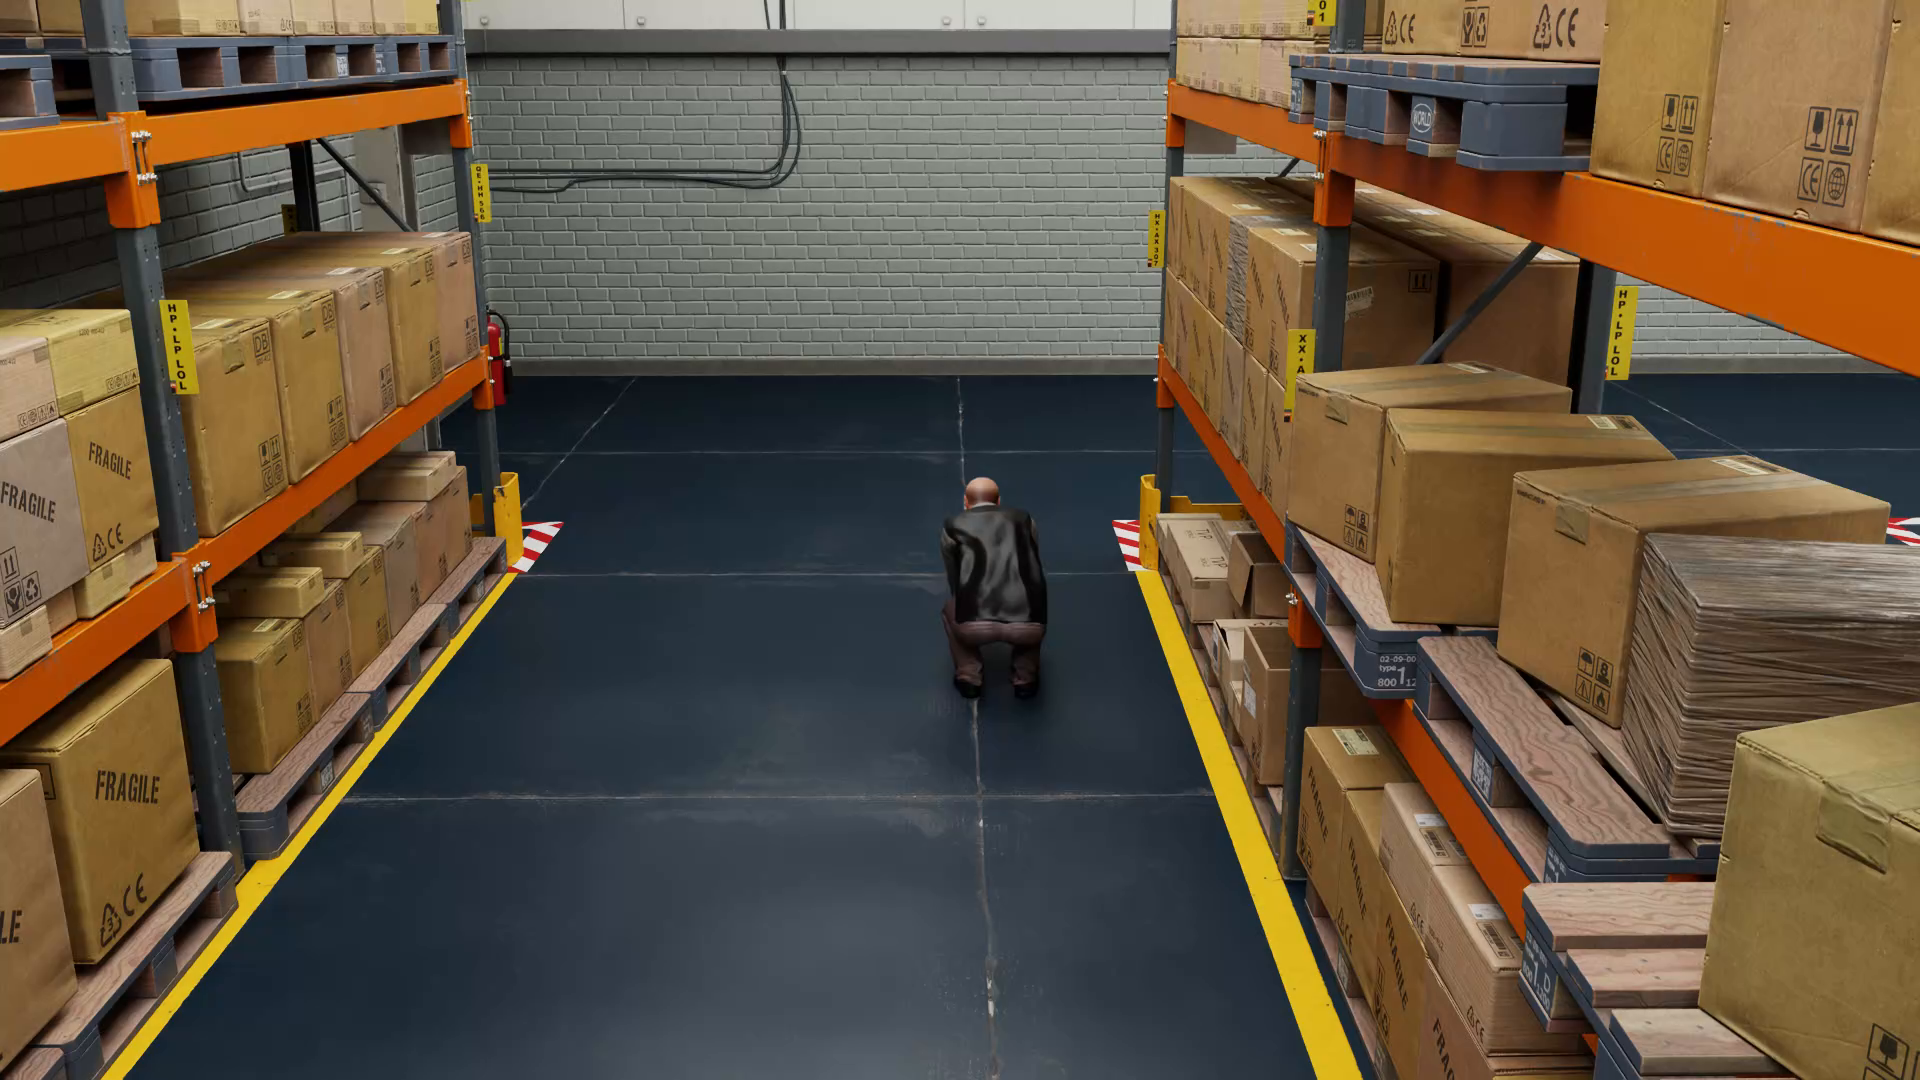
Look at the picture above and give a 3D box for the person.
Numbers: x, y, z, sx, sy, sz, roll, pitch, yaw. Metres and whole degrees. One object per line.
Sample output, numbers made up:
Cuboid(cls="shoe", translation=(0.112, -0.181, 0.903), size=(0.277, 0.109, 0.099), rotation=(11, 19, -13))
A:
Cuboid(cls="person", translation=(0.166, 0.232, 8.159), size=(0.524, 0.960, 0.881), rotation=(0, 17, -2))
